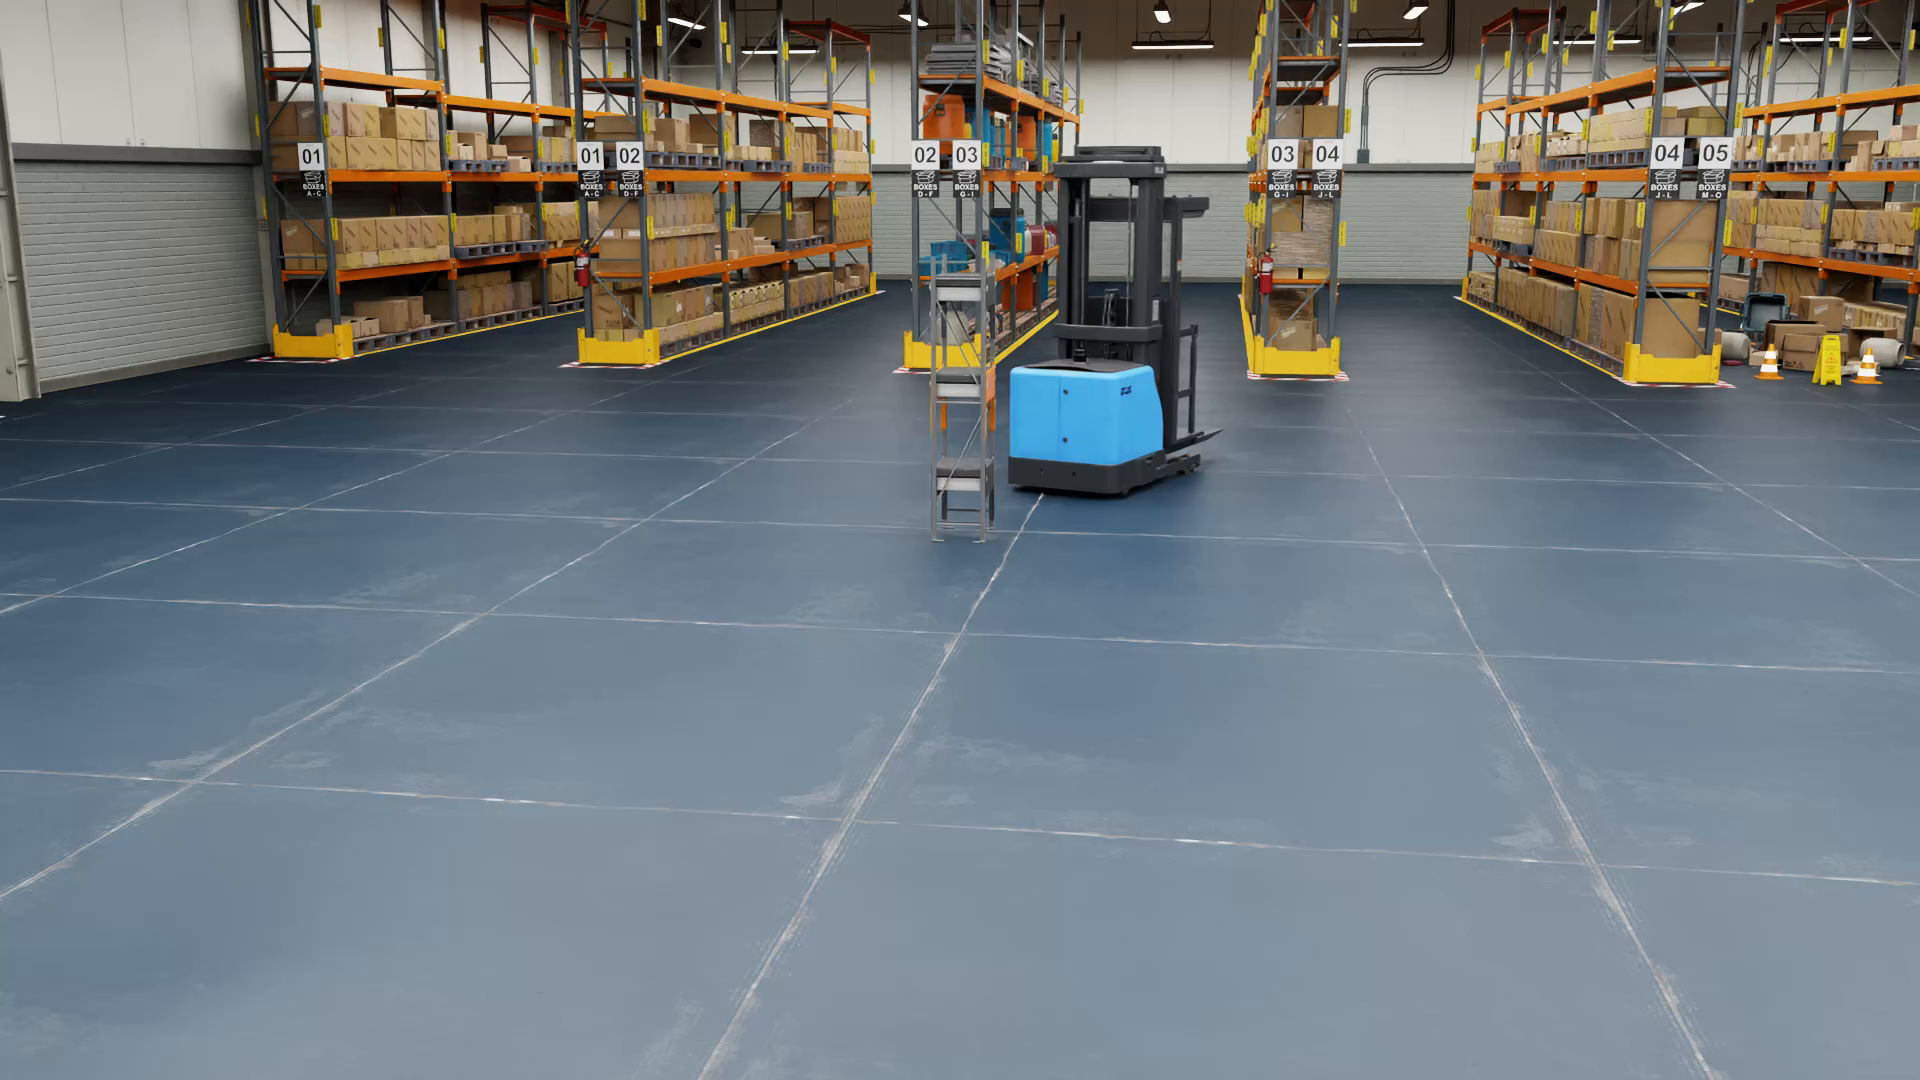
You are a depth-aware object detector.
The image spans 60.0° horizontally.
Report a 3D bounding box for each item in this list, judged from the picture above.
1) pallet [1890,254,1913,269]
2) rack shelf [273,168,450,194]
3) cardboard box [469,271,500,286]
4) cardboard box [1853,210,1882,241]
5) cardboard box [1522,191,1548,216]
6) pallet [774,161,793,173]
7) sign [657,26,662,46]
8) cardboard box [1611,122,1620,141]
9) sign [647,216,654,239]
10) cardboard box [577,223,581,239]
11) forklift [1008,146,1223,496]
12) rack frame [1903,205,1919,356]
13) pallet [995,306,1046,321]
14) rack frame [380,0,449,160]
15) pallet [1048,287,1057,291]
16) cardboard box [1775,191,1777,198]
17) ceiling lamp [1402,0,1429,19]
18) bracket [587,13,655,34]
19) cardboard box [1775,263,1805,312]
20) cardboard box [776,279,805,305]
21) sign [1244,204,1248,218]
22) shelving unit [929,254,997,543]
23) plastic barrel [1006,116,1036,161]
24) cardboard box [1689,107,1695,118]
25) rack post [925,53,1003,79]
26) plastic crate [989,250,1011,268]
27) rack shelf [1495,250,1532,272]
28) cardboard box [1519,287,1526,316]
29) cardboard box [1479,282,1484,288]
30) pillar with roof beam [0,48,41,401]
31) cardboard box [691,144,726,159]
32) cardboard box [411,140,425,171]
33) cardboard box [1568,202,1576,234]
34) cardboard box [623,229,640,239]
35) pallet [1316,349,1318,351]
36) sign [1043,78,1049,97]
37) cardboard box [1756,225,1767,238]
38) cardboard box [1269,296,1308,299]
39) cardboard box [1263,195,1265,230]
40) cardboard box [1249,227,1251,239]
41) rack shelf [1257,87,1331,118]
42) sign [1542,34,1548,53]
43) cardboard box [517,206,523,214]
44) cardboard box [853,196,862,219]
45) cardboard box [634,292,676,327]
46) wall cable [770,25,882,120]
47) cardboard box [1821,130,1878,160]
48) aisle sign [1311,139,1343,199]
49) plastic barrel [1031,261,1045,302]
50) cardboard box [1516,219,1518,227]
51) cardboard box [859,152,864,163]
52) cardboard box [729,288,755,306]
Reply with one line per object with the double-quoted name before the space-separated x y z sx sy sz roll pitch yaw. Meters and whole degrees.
"pallet" 15.380 -4.375 26.130 1.003 0.211 1.213 2 12 9
"rack shelf" -9.664 -5.815 26.945 1.077 0.370 4.000 2 12 9
"cardboard box" -9.024 -4.934 31.377 0.500 0.250 0.500 2 12 8
"cardboard box" 15.288 -5.241 27.752 0.500 0.500 0.500 2 12 10
"cardboard box" 11.753 -6.888 34.019 0.500 0.500 0.500 2 12 10
"pallet" -3.862 -7.020 31.275 1.213 0.211 1.003 2 12 11
"sign" -4.999 -8.400 27.707 0.100 0.325 0.005 2 12 9
"cardboard box" 9.630 -5.838 23.759 0.500 0.250 0.500 2 12 9
"sign" -4.529 -4.567 24.323 0.100 0.325 0.005 2 12 9
"cardboard box" -8.174 -6.567 34.855 0.500 0.500 0.500 2 12 10
"forklift" 1.578 -2.074 15.162 1.130 2.935 3.031 7 14 29
"rack frame" 15.119 -4.314 25.393 1.000 3.000 0.127 2 12 9
"pallet" 1.128 -4.431 32.553 1.003 0.211 1.213 2 12 9
"rack frame" -9.356 -8.050 28.485 1.000 3.000 0.127 2 12 9
"pallet" 2.113 -5.760 38.722 1.003 0.211 1.213 2 12 9
"cardboard box" 16.230 -6.960 33.520 0.380 0.149 0.250 2 12 10
"ceiling lamp" 9.152 -11.824 32.143 0.800 3.185 2.000 2 12 9
"bracket" -8.062 -12.260 39.476 0.076 0.066 4.783 2 12 9
"cardboard box" 16.202 -4.826 31.815 0.875 0.875 0.875 2 12 10
"cardboard box" -3.419 -4.978 33.360 0.500 0.500 0.500 1 12 7
"sign" 6.625 -7.615 38.464 0.100 0.325 0.005 2 12 9
"shelving unit" 0.025 -1.061 12.432 0.431 2.100 0.503 2 12 9
"plastic barrel" 1.138 -7.628 31.634 0.600 0.830 0.708 2 12 9
"cardboard box" 10.002 -5.720 22.264 0.380 0.149 0.250 2 12 9
"rack post" 0.060 -6.805 23.896 0.937 0.300 0.954 3 13 15
"plastic crate" 0.531 -4.484 26.533 0.499 0.251 0.616 2 12 9
"rack shelf" 11.135 -5.351 31.911 1.077 0.370 4.000 2 12 9
"cardboard box" 10.670 -4.415 30.797 0.500 0.500 0.500 2 12 8
"cardboard box" 11.582 -5.591 36.380 0.380 0.149 0.250 1 12 6
"pillar with roof beam" -7.388 -6.002 18.985 9.100 9.000 0.400 2 12 9
"cardboard box" -4.357 -6.684 28.625 0.500 0.250 0.500 3 13 15
"cardboard box" -9.280 -6.424 27.777 0.500 0.500 0.500 1 12 4
"cardboard box" 10.438 -5.307 27.389 0.700 0.500 0.500 2 12 9
"cardboard box" -4.803 -4.565 24.780 0.380 0.149 0.250 2 12 8
"pallet" 4.883 -2.623 24.166 1.003 0.211 1.213 2 12 9
"sign" 1.593 -8.387 30.817 0.100 0.325 0.005 2 12 9
"cardboard box" 16.003 -6.068 32.701 0.500 0.250 0.500 2 12 7
"cardboard box" 5.534 -3.854 28.148 0.700 0.500 0.500 2 12 8
"cardboard box" 4.623 -4.713 23.924 0.500 0.500 0.500 2 12 9
"cardboard box" 6.366 -6.473 35.061 0.500 0.250 0.500 2 12 8
"rack shelf" 5.634 -7.437 28.301 1.077 0.370 4.000 2 12 9
"sign" 10.290 -8.730 29.237 0.100 0.325 0.005 2 12 9
"cardboard box" -8.765 -6.458 32.518 0.380 0.149 0.250 0 12 1
"cardboard box" -2.564 -7.678 38.390 0.500 0.500 0.500 2 12 10
"cardboard box" -4.699 -3.561 25.646 0.500 0.500 0.500 2 12 9
"wall cable" -3.615 -12.577 44.874 3.097 2.526 0.112 2 12 9
"cardboard box" 15.643 -6.953 29.272 0.797 0.503 0.637 1 12 5
"aisle sign" 4.998 -5.051 22.640 0.394 0.787 0.004 2 12 9
"plastic barrel" 1.454 -5.381 34.325 0.600 0.901 0.708 2 12 9
"cardboard box" 10.531 -5.883 30.860 0.380 0.149 0.250 2 12 10
"cardboard box" -2.519 -8.873 38.597 0.500 0.250 0.500 2 12 9
"cardboard box" -3.991 -4.382 29.907 0.500 0.311 0.500 1 12 7
